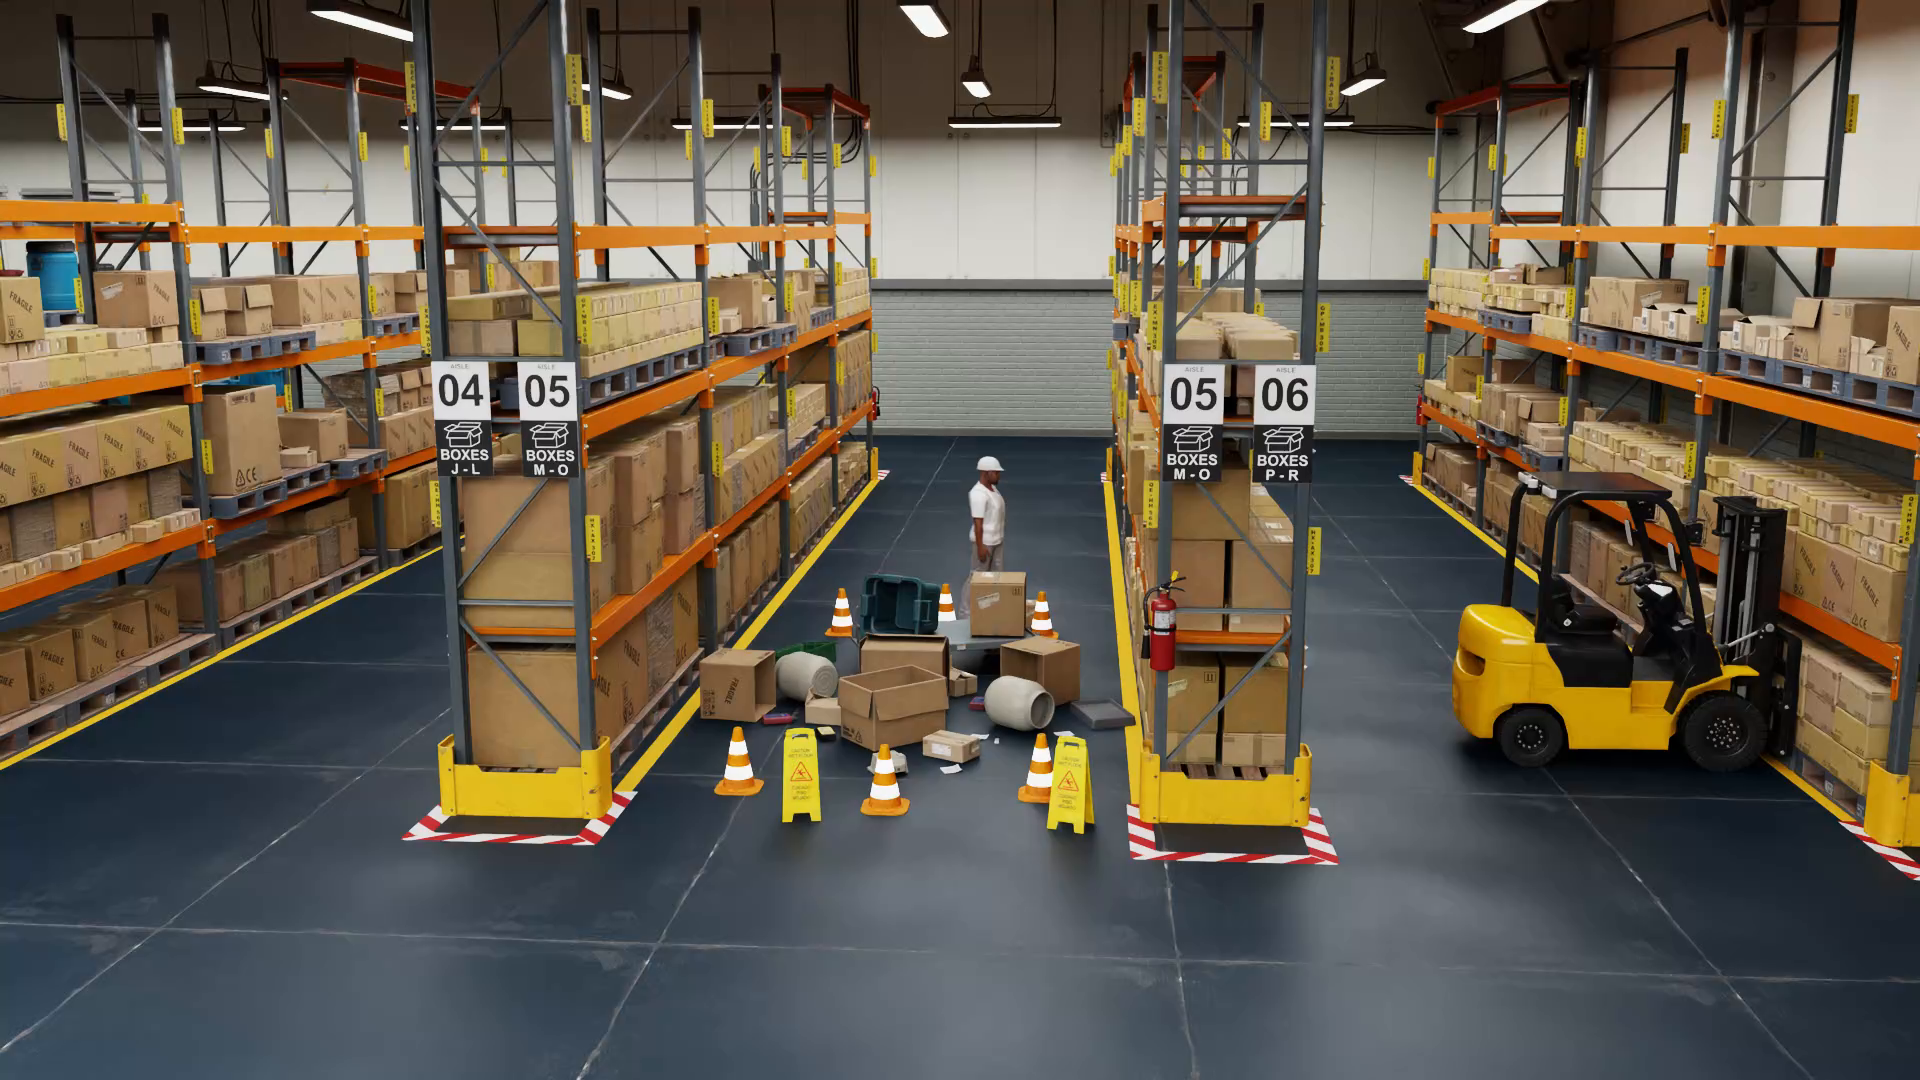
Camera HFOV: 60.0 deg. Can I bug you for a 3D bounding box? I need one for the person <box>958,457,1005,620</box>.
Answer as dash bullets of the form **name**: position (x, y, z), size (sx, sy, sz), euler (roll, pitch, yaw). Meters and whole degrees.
- **person**: position (0.303, 0.018, 17.225), size (0.667, 1.770, 0.589), euler (4, 11, 20)
